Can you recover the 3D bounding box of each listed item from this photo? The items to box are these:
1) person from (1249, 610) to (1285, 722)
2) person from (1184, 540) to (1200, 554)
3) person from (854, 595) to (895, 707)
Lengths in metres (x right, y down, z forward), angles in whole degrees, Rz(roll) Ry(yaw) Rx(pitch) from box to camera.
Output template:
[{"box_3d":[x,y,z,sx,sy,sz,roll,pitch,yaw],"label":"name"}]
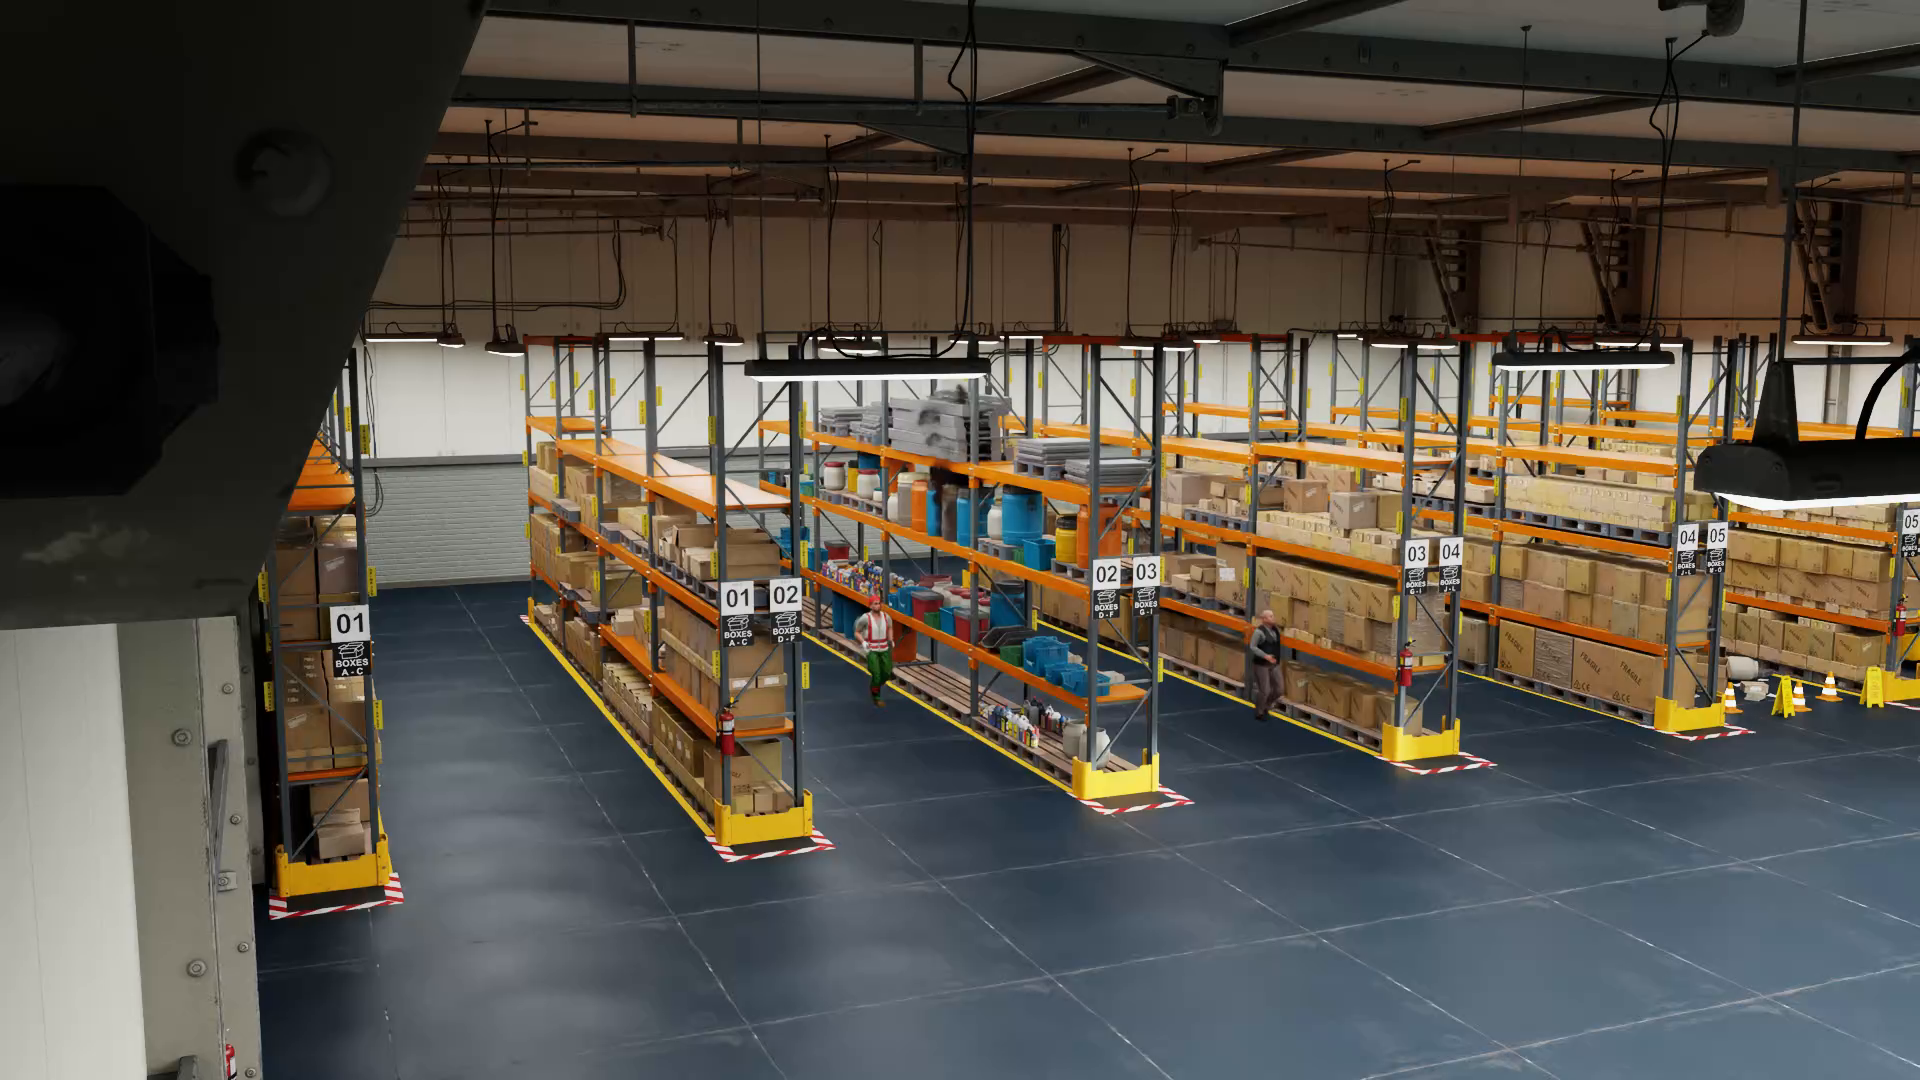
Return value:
[{"box_3d":[4.637,1.906,24.928,0.673,1.730,0.545,-6,9,-36],"label":"person"},{"box_3d":[5.664,-0.097,41.714,0.928,1.740,0.698,5,9,31],"label":"person"},{"box_3d":[-1.314,1.724,25.983,0.643,1.755,0.553,-4,8,-26],"label":"person"}]
